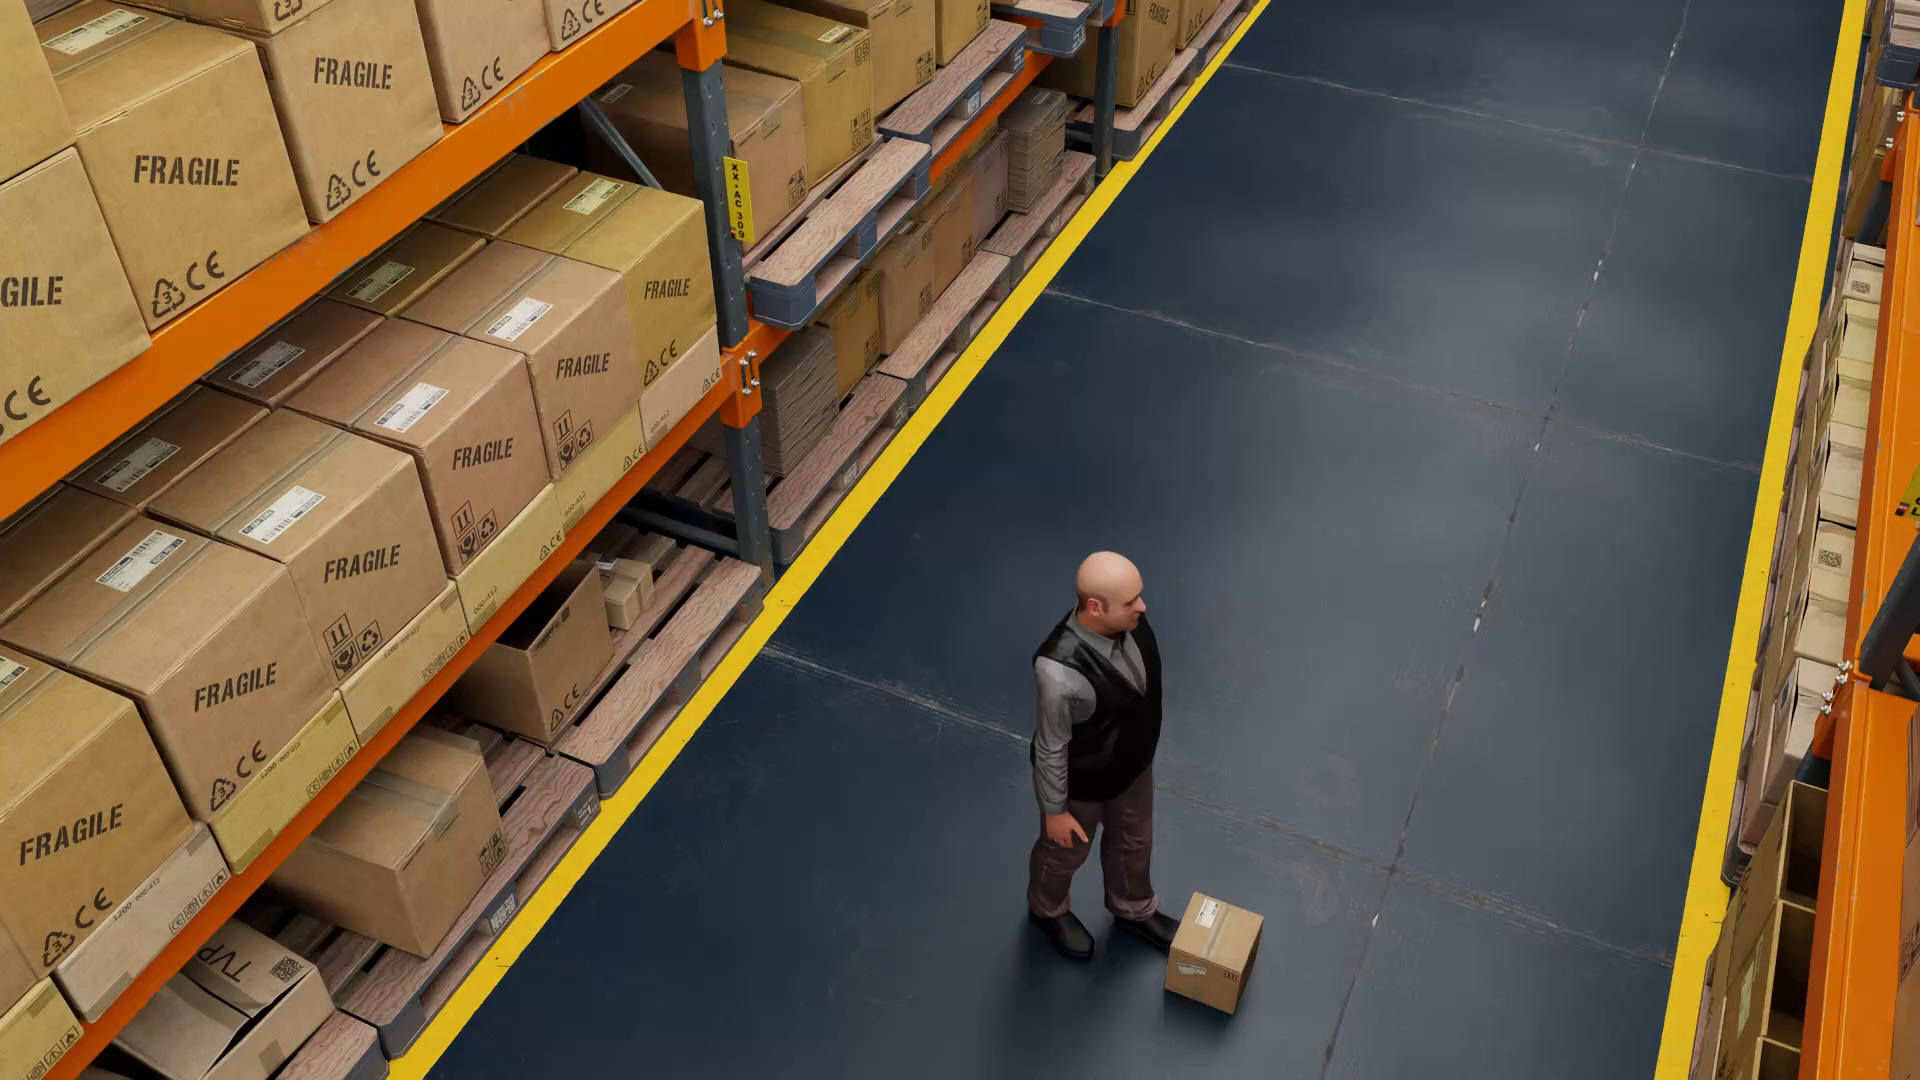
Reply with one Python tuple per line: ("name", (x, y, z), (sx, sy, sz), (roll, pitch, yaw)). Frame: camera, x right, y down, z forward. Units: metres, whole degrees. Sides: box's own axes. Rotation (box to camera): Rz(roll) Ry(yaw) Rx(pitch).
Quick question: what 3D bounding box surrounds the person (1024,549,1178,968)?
("person", (0.474, 0.753, 5.314), (0.512, 1.727, 0.601), (25, 47, 26))
